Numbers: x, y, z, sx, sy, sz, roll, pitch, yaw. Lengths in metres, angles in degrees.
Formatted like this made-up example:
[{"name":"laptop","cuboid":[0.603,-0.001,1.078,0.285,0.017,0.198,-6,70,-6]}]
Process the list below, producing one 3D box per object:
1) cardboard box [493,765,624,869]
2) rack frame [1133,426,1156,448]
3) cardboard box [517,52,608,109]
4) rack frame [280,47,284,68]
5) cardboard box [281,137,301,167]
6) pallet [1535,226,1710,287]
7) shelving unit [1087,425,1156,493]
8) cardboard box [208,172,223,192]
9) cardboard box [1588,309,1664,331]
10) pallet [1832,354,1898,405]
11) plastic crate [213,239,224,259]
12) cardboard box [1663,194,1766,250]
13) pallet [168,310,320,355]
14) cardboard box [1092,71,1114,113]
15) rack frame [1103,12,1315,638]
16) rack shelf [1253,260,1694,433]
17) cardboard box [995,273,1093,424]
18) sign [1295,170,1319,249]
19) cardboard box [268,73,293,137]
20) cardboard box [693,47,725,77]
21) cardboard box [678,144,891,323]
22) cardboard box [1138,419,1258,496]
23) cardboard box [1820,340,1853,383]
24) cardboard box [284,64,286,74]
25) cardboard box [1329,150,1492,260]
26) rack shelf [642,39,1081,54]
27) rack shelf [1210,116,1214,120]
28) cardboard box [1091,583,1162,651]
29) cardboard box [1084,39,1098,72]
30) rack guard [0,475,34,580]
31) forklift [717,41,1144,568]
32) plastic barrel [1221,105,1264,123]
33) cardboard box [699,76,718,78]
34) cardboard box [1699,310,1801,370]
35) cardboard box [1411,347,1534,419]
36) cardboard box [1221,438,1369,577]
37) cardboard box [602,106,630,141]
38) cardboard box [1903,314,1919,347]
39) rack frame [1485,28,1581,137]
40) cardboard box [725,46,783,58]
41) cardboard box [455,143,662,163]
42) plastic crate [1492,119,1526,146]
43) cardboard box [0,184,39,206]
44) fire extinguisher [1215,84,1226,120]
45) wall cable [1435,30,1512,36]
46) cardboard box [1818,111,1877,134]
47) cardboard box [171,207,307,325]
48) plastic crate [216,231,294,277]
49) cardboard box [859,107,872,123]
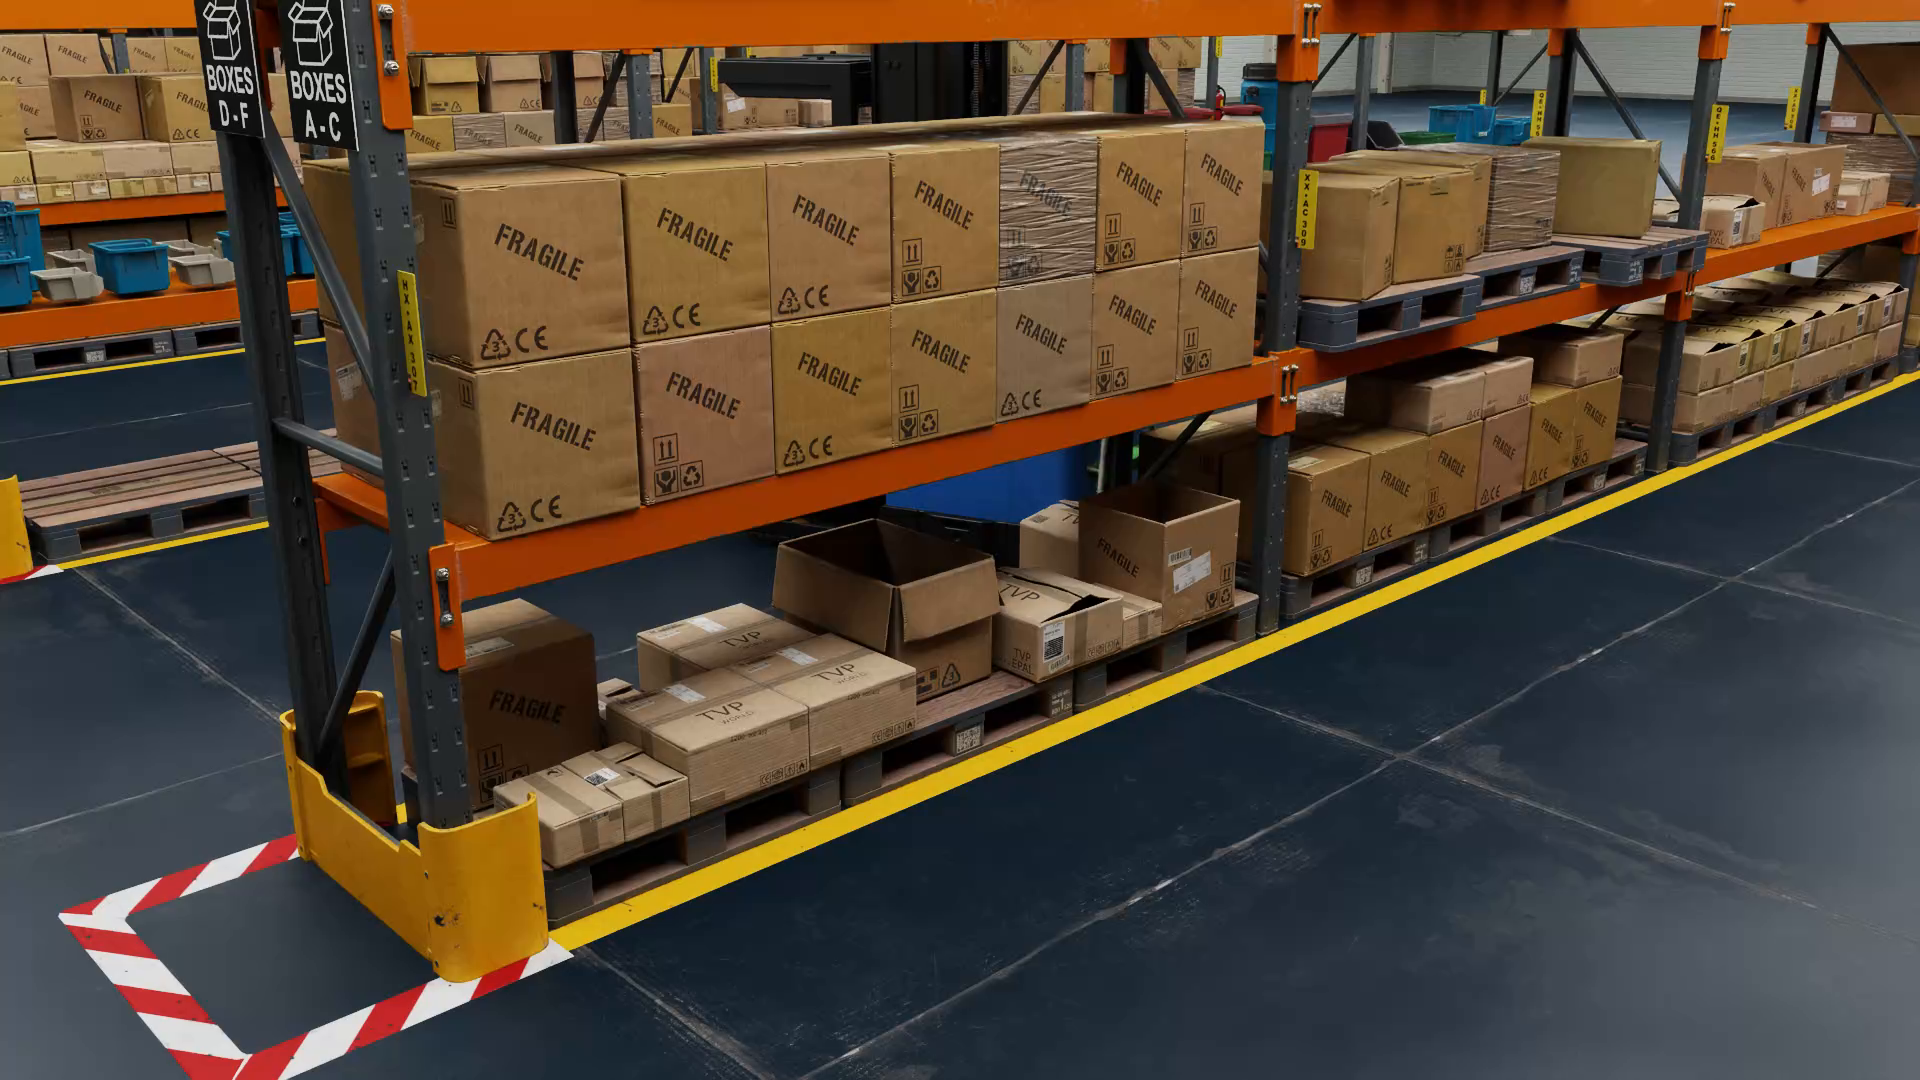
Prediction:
[{"name":"cardboard box","cuboid":[-1.285,0.880,5.317,0.250,0.149,0.380,-16,24,-41]},{"name":"rack frame","cuboid":[0.881,-0.484,8.493,0.240,1.200,0.015,17,25,32]},{"name":"cardboard box","cuboid":[-3.833,-4.408,15.927,0.637,0.503,0.797,-16,24,-40]},{"name":"rack frame","cuboid":[-9.624,-6.392,23.837,0.127,3.000,1.000,-16,24,-41]},{"name":"cardboard box","cuboid":[-5.862,-3.242,13.880,0.500,0.250,0.500,-17,24,-42]},{"name":"pallet","cuboid":[3.544,-1.700,9.676,1.003,0.211,1.213,-16,24,-41]},{"name":"shelving unit","cuboid":[0.739,-0.421,8.305,0.258,1.200,0.503,17,25,32]},{"name":"cardboard box","cuboid":[-6.092,-2.957,13.650,0.250,0.149,0.380,-17,24,-42]},{"name":"cardboard box","cuboid":[4.573,-1.387,11.267,0.500,0.311,0.500,-17,24,-42]},{"name":"pallet","cuboid":[6.386,-1.307,12.674,1.213,0.211,1.003,-16,24,-41]},{"name":"plastic crate","cuboid":[-4.149,-1.672,9.610,0.250,0.136,0.298,-16,24,-41]},{"name":"cardboard box","cuboid":[4.771,-2.054,10.602,0.500,0.311,0.500,-17,24,-41]},{"name":"pallet","cuboid":[-6.328,-1.854,14.360,1.213,0.211,1.003,-16,24,-41]},{"name":"cardboard box","cuboid":[1.534,-5.613,20.789,0.500,0.500,0.875,-16,24,-41]},{"name":"rack frame","cuboid":[1.082,-1.103,7.524,0.127,3.000,1.000,-16,24,-41]},{"name":"rack shelf","cuboid":[2.535,-1.185,8.942,4.000,0.370,1.077,-16,24,-41]},{"name":"cardboard box","cuboid":[0.149,-0.768,6.329,0.500,0.500,0.500,-16,24,-40]},{"name":"sign","cuboid":[1.460,-1.395,7.020,0.005,0.325,0.100,-16,24,-41]},{"name":"cardboard box","cuboid":[-5.872,-3.593,13.750,0.500,0.500,0.500,-15,23,-39]},{"name":"cardboard box","cuboid":[-3.600,-6.569,22.598,0.500,0.500,0.700,-17,24,-42]},{"name":"cardboard box","cuboid":[-0.580,-1.031,5.518,0.500,0.500,0.500,-16,24,-40]},{"name":"cardboard box","cuboid":[1.243,-0.292,8.362,0.500,0.500,0.500,-16,24,-41]},{"name":"cardboard box","cuboid":[6.052,-1.322,11.976,0.500,0.250,0.500,-16,24,-40]},{"name":"cardboard box","cuboid":[-9.485,-6.940,24.200,0.500,0.500,0.500,17,25,42]},{"name":"cardboard box","cuboid":[2.323,-1.739,8.641,0.700,0.500,0.500,11,21,30]},{"name":"rack shelf","cuboid":[-0.866,-3.722,11.905,4.000,0.370,1.077,-16,24,-41]},{"name":"rack shelf","cuboid":[1.544,-5.101,21.020,4.000,0.370,1.077,-16,24,-41]},{"name":"cardboard box","cuboid":[0.631,0.321,7.040,0.250,0.149,0.380,-16,24,-41]},{"name":"cardboard box","cuboid":[1.319,-5.934,20.159,0.500,0.500,0.500,-16,24,-41]},{"name":"rack guard","cuboid":[-5.234,-0.169,8.696,0.348,0.500,1.175,-16,24,-41]},{"name":"forklift","cuboid":[-0.567,-1.478,8.791,3.031,2.935,1.130,8,20,24]},{"name":"plastic barrel","cuboid":[2.648,-3.820,15.684,0.433,0.535,0.433,0,18,0]},{"name":"cardboard box","cuboid":[-3.439,-6.029,22.555,0.500,0.500,0.500,-16,24,-41]},{"name":"cardboard box","cuboid":[5.318,-1.375,11.231,0.500,0.311,0.500,-17,25,-42]},{"name":"cardboard box","cuboid":[2.691,-0.846,8.855,0.500,0.250,0.500,-17,24,-42]},{"name":"cardboard box","cuboid":[1.600,-0.171,7.989,0.500,0.500,0.500,17,24,41]},{"name":"cardboard box","cuboid":[-3.370,-3.955,16.156,0.500,0.500,0.500,-17,24,-41]},{"name":"cardboard box","cuboid":[7.440,-1.720,13.205,0.500,0.250,0.500,-16,24,-41]},{"name":"rack frame","cuboid":[6.400,-4.757,18.792,0.127,3.000,1.000,-16,24,-41]},{"name":"cardboard box","cuboid":[-2.952,-6.808,23.124,0.550,0.550,0.875,-16,24,-41]},{"name":"cardboard box","cuboid":[-1.324,-1.042,5.551,0.500,0.500,0.500,-15,24,-39]},{"name":"plastic crate","cuboid":[5.767,-4.377,17.861,0.408,0.251,0.499,-16,24,-41]},{"name":"cardboard box","cuboid":[-7.211,-2.631,12.644,0.250,0.149,0.380,-17,24,-41]},{"name":"fire extinguisher","cuboid":[3.397,-5.751,21.984,0.183,0.674,0.296,-16,24,-41]},{"name":"wall cable","cuboid":[16.498,-17.315,52.833,0.112,2.526,3.097,-16,24,-41]},{"name":"cardboard box","cuboid":[6.945,-3.260,12.962,0.250,0.149,0.380,-16,24,-41]},{"name":"cardboard box","cuboid":[-6.256,-2.391,14.260,0.875,0.875,0.875,-16,24,-41]},{"name":"plastic crate","cuboid":[-3.863,-1.573,9.146,0.300,0.233,0.416,-16,24,-41]},{"name":"cardboard box","cuboid":[-1.105,-4.880,18.324,0.637,0.503,0.797,-13,22,-35]}]
